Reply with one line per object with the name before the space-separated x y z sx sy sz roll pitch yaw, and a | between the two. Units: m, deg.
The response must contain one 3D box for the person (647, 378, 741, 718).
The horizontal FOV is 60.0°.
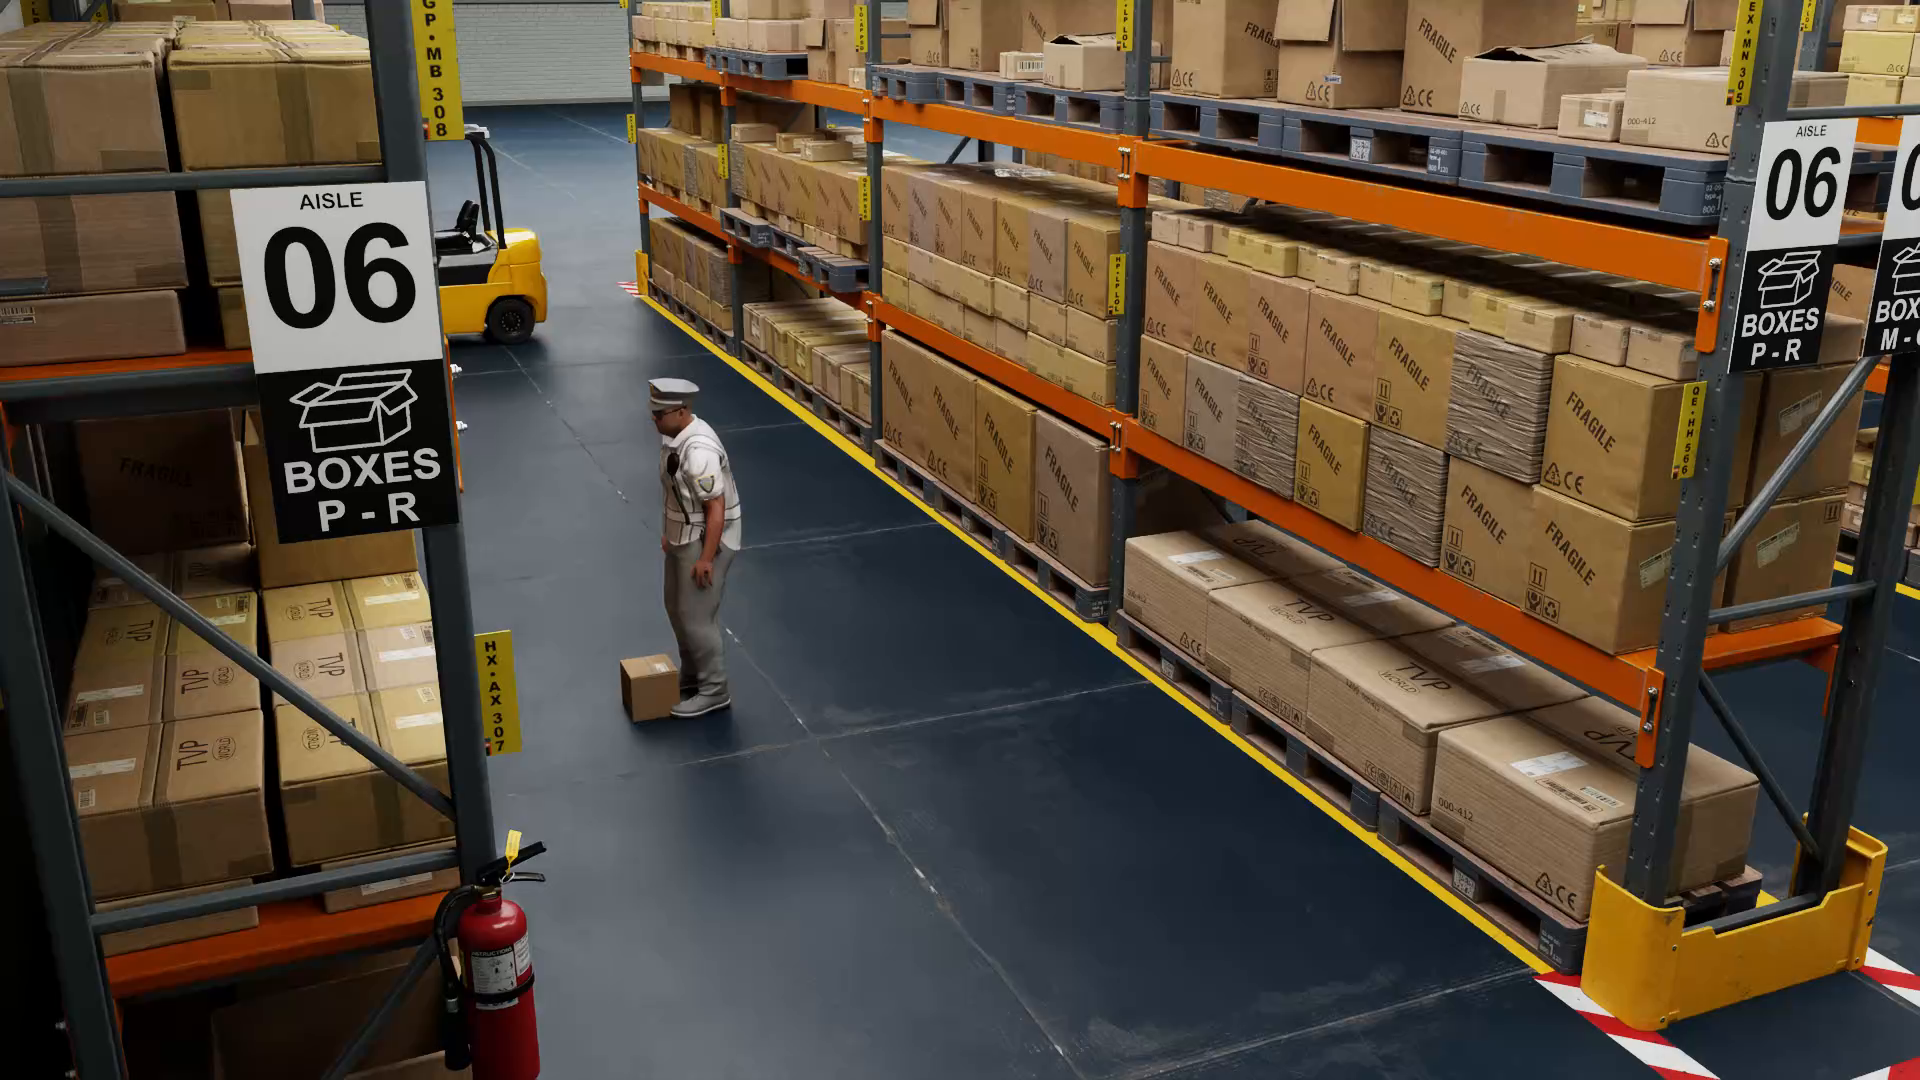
person | -1.354 0.019 8.495 0.439 1.747 0.604 -9 21 -25
